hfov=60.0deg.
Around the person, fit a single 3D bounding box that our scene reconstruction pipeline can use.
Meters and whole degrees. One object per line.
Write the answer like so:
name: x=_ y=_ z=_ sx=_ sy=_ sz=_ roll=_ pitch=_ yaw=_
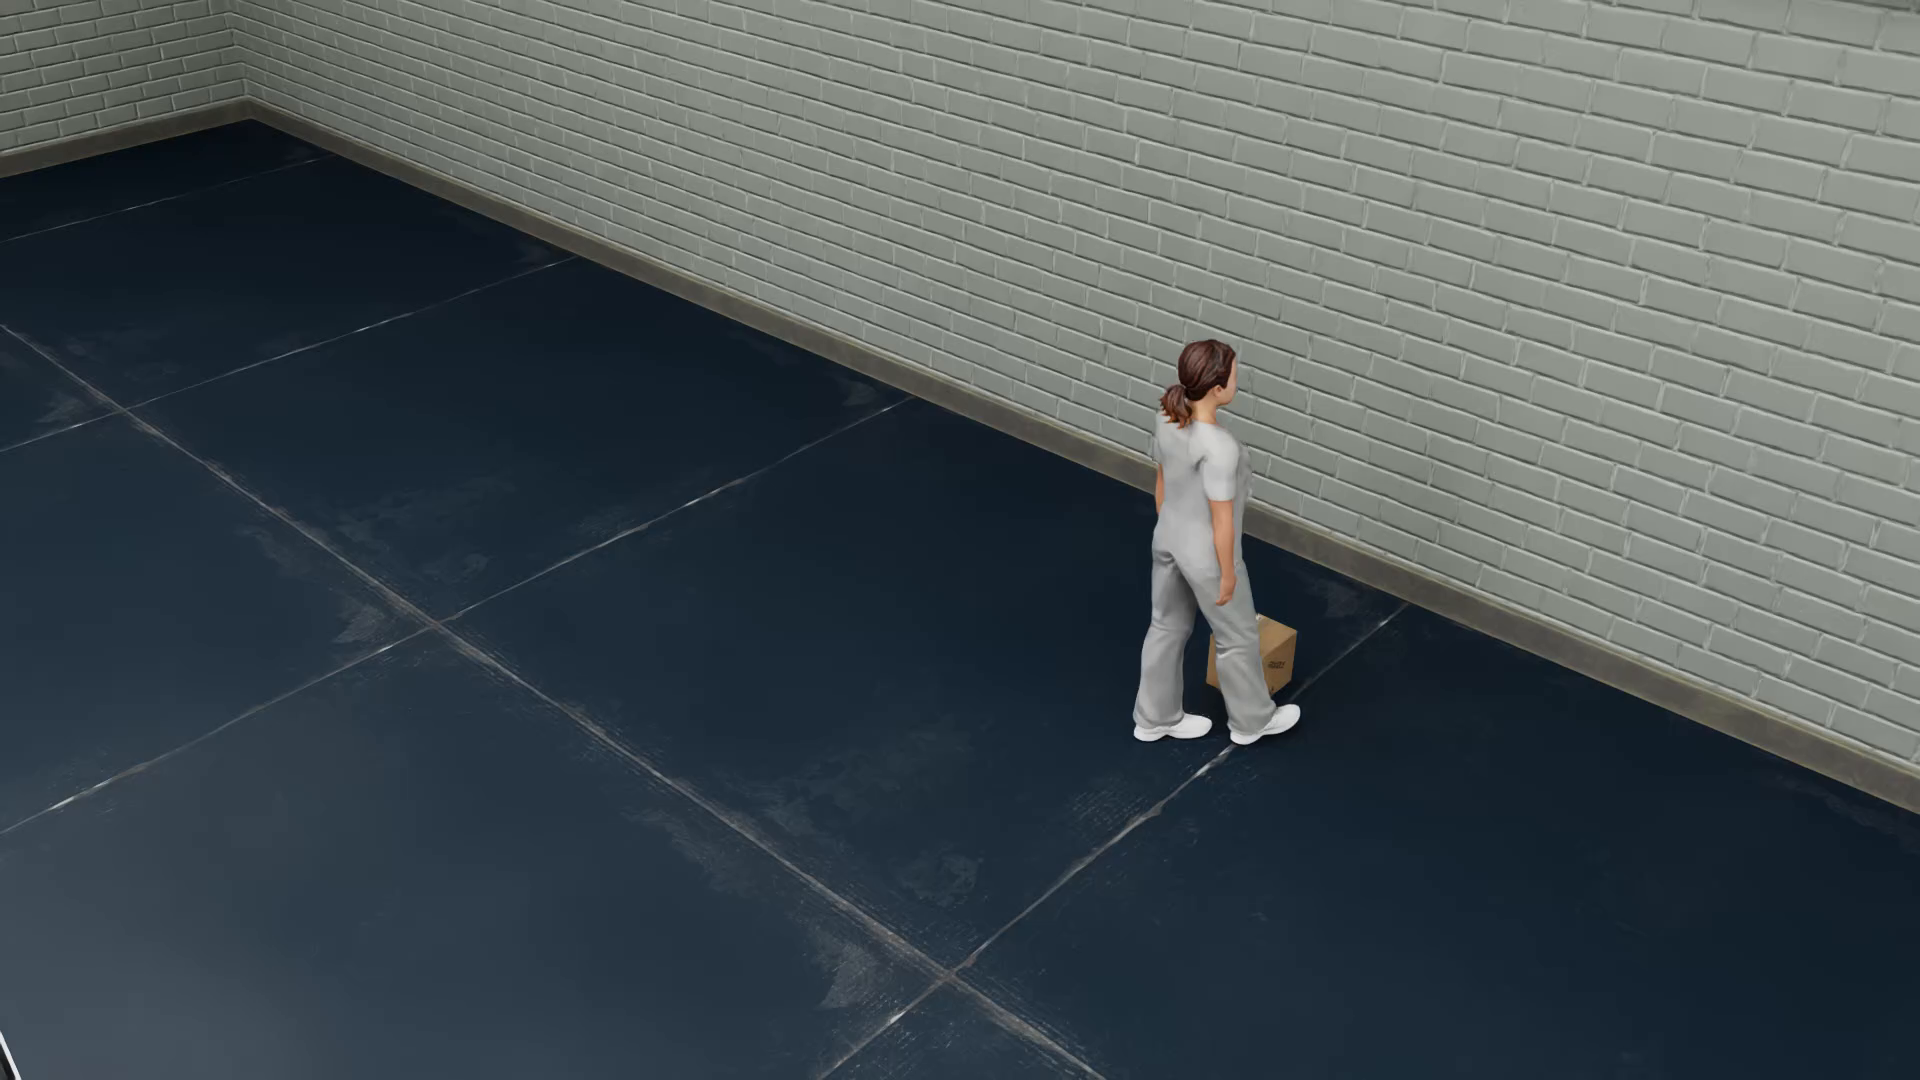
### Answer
person: x=0.973 y=0.012 z=6.108 sx=0.621 sy=1.666 sz=0.448 roll=-16 pitch=35 yaw=-24
